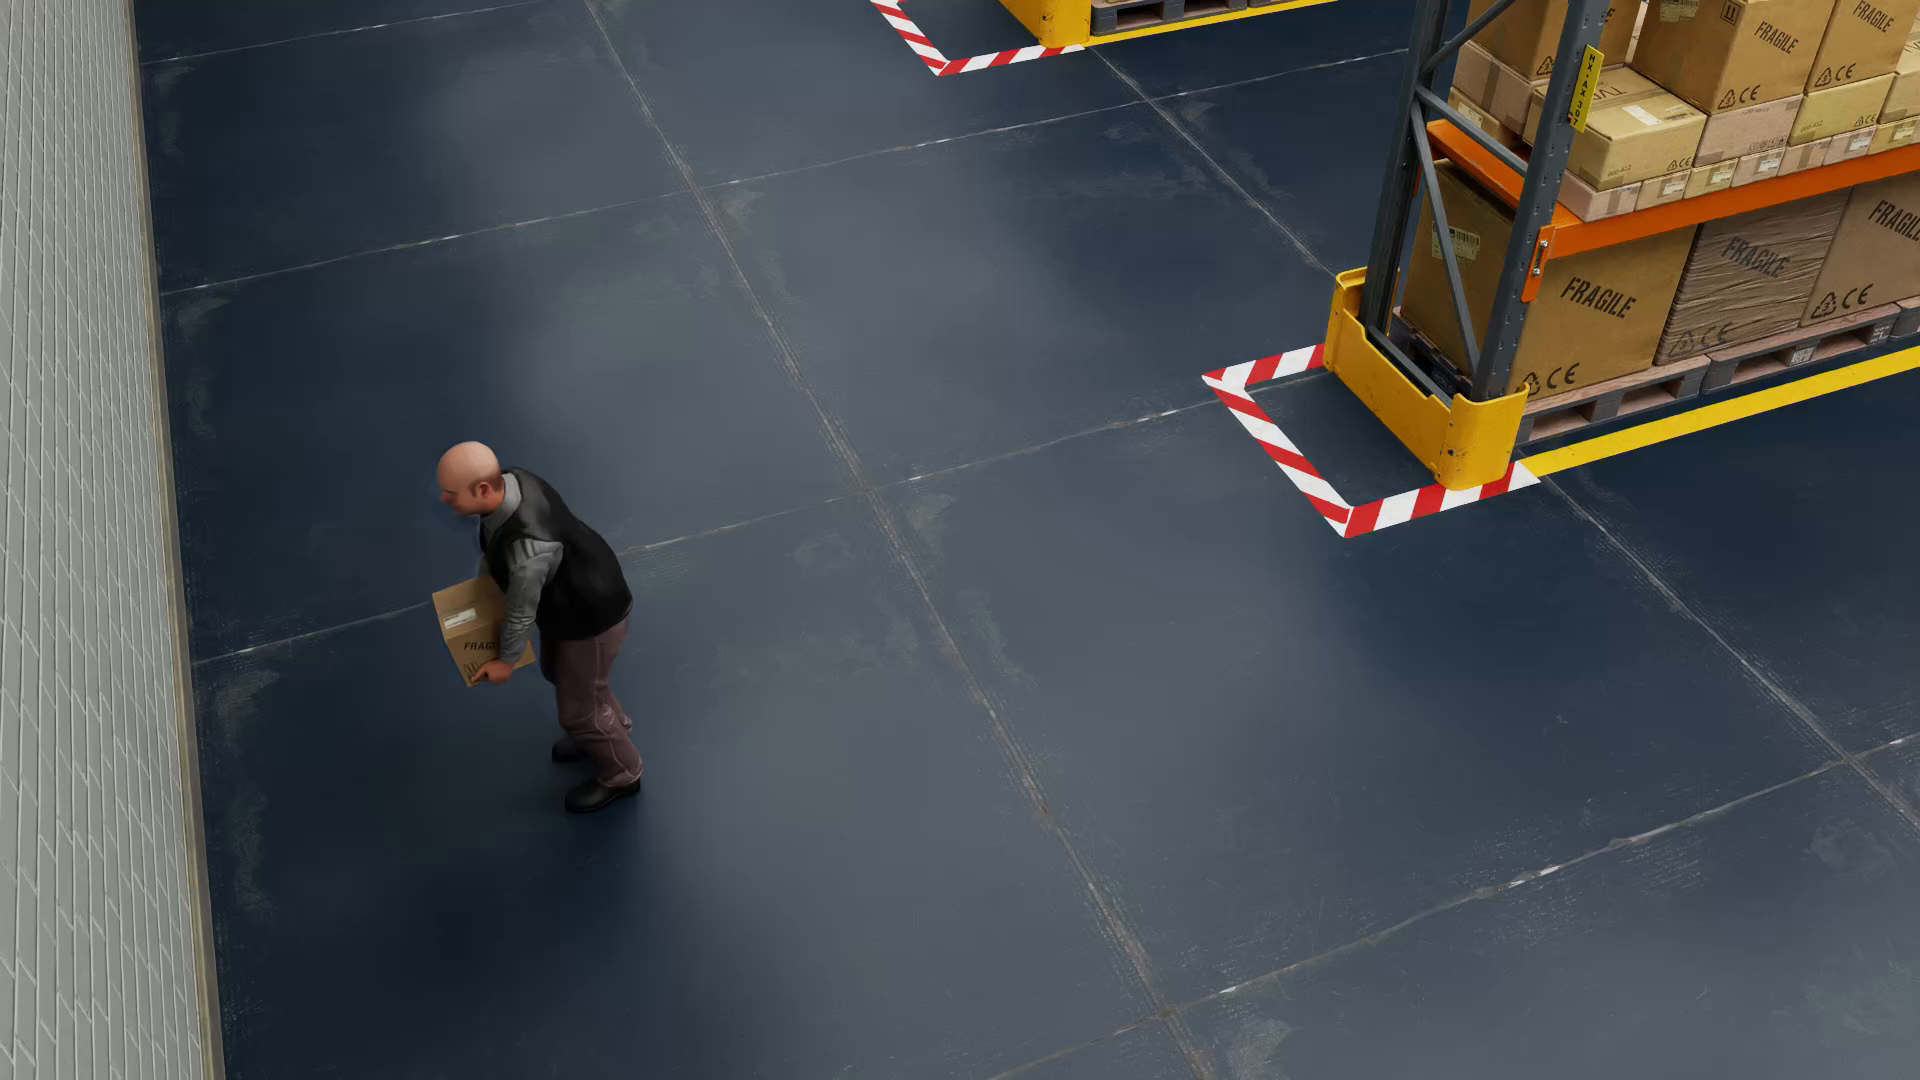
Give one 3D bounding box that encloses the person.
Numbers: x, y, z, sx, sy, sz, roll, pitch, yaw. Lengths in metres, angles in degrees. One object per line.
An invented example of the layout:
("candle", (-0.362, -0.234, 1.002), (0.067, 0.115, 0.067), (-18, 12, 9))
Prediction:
("person", (-1.460, 0.296, 5.885), (0.601, 1.672, 0.479), (-16, 44, -17))
